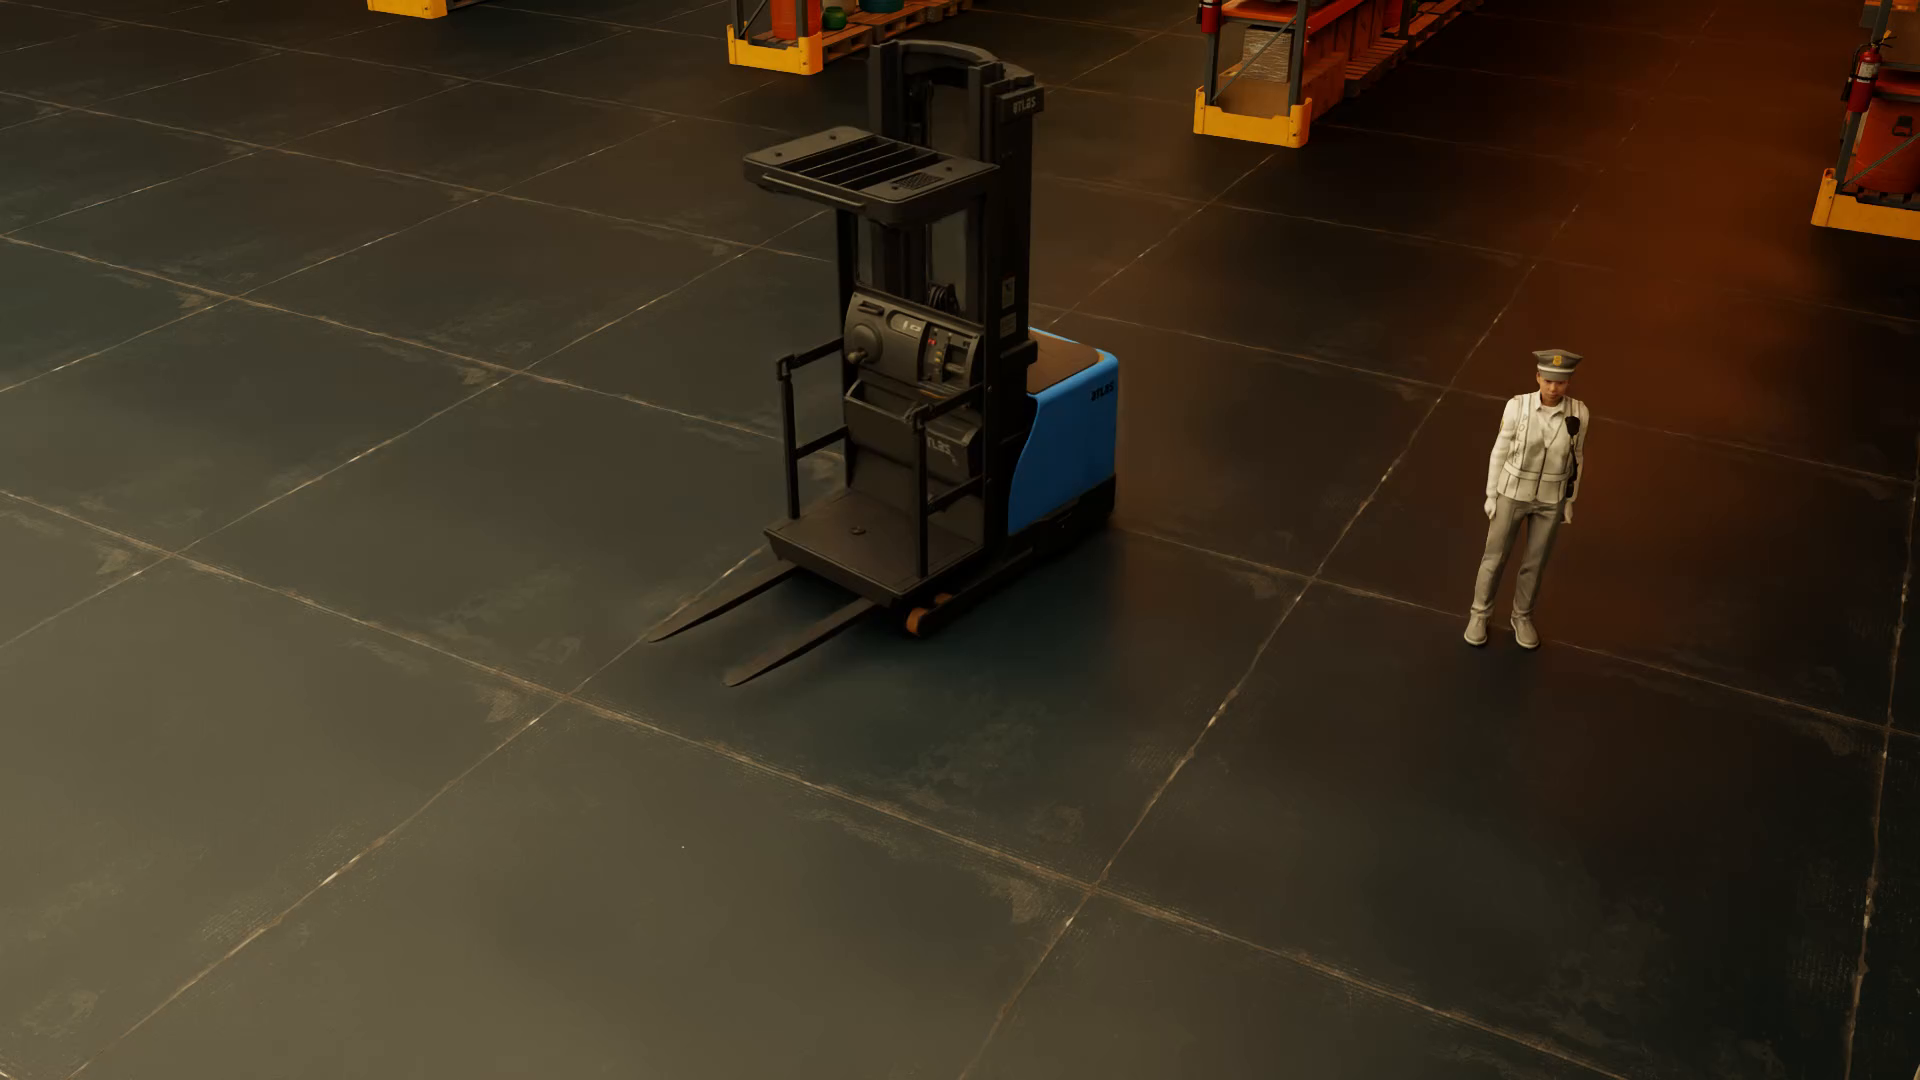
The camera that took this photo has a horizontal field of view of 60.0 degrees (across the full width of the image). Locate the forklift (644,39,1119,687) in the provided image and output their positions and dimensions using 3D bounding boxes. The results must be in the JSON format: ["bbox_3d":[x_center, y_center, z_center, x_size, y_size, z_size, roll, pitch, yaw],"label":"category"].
[{"bbox_3d":[-0.403,-1.024,8.846,1.130,2.935,3.031,24,37,35],"label":"forklift"}]

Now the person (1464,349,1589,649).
[{"bbox_3d":[2.986,-0.217,8.693,0.464,1.692,0.336,5,30,8],"label":"person"}]
